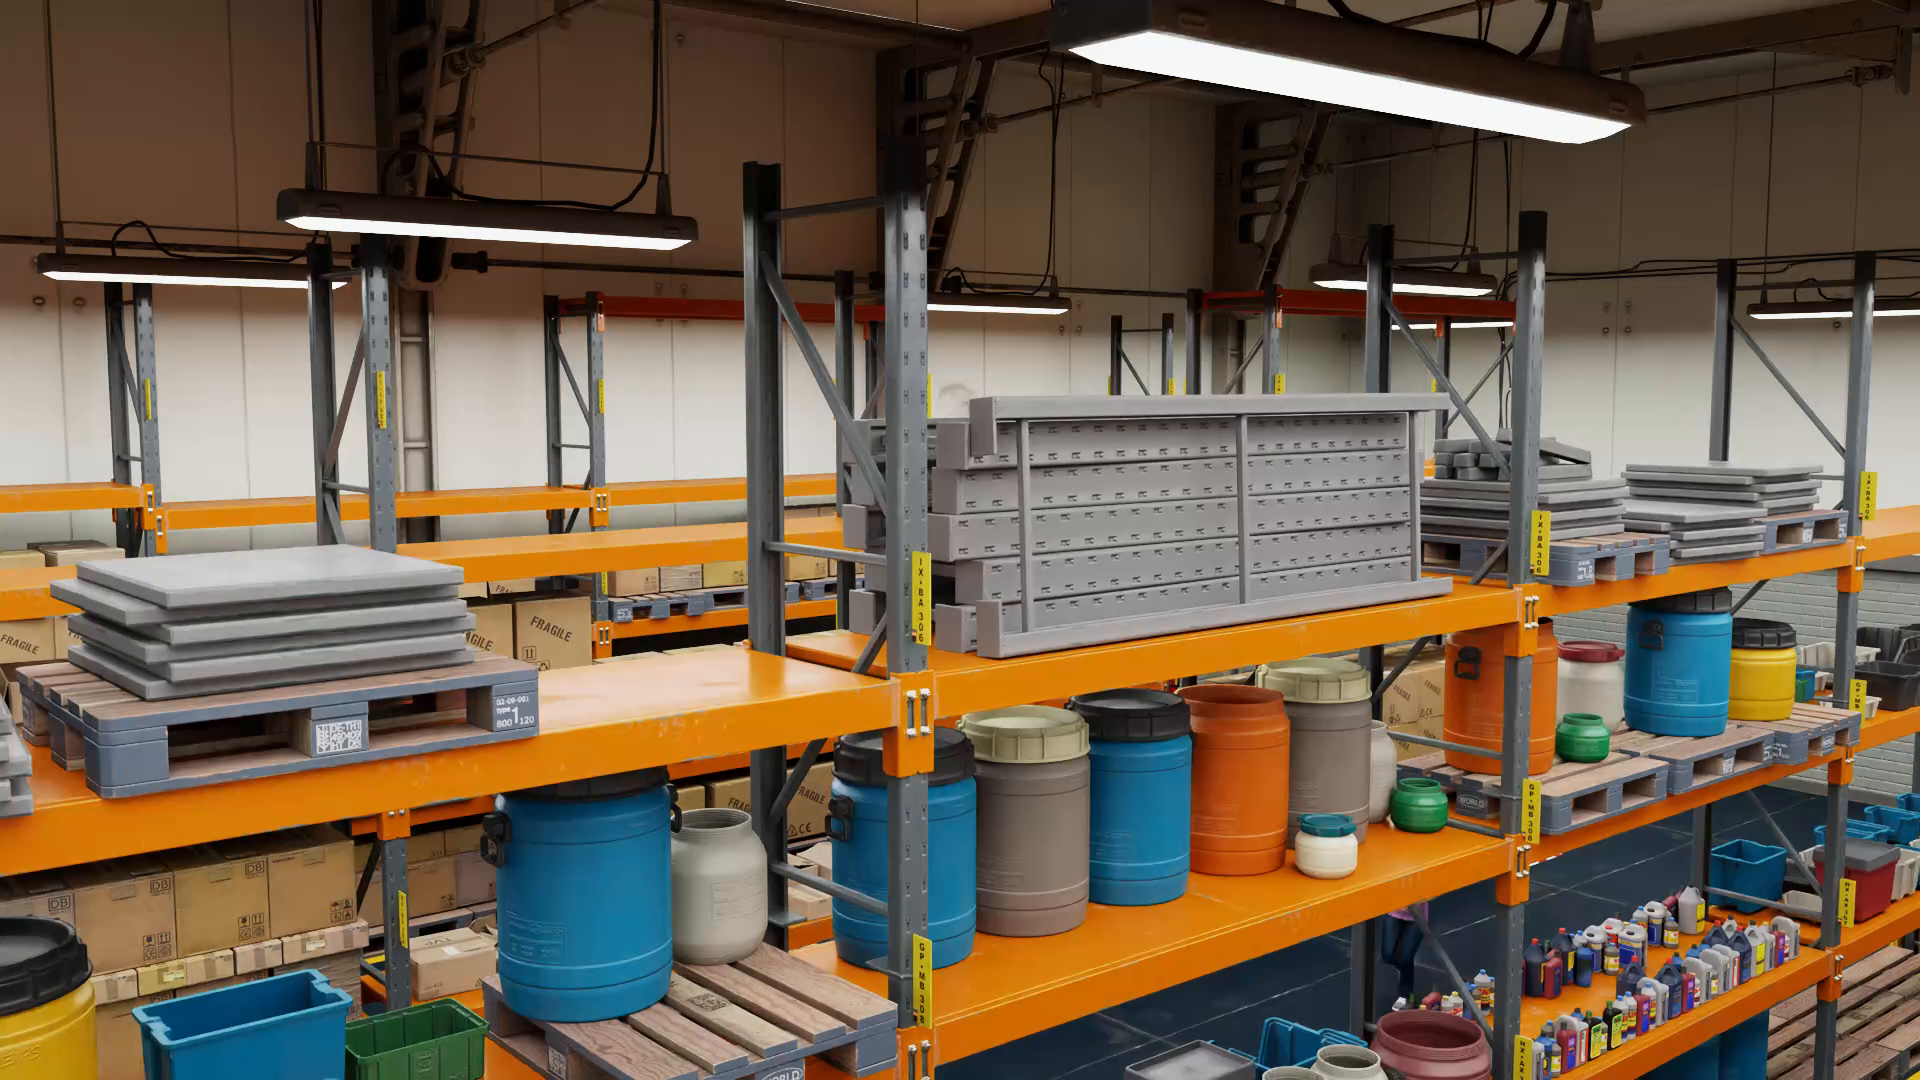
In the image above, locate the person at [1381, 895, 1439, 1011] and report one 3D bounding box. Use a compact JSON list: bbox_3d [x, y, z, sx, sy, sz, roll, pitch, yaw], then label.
[{"bbox_3d":[3.648,3.084,13.626,0.545,1.554,0.544,4,7,35],"label":"person"}]
